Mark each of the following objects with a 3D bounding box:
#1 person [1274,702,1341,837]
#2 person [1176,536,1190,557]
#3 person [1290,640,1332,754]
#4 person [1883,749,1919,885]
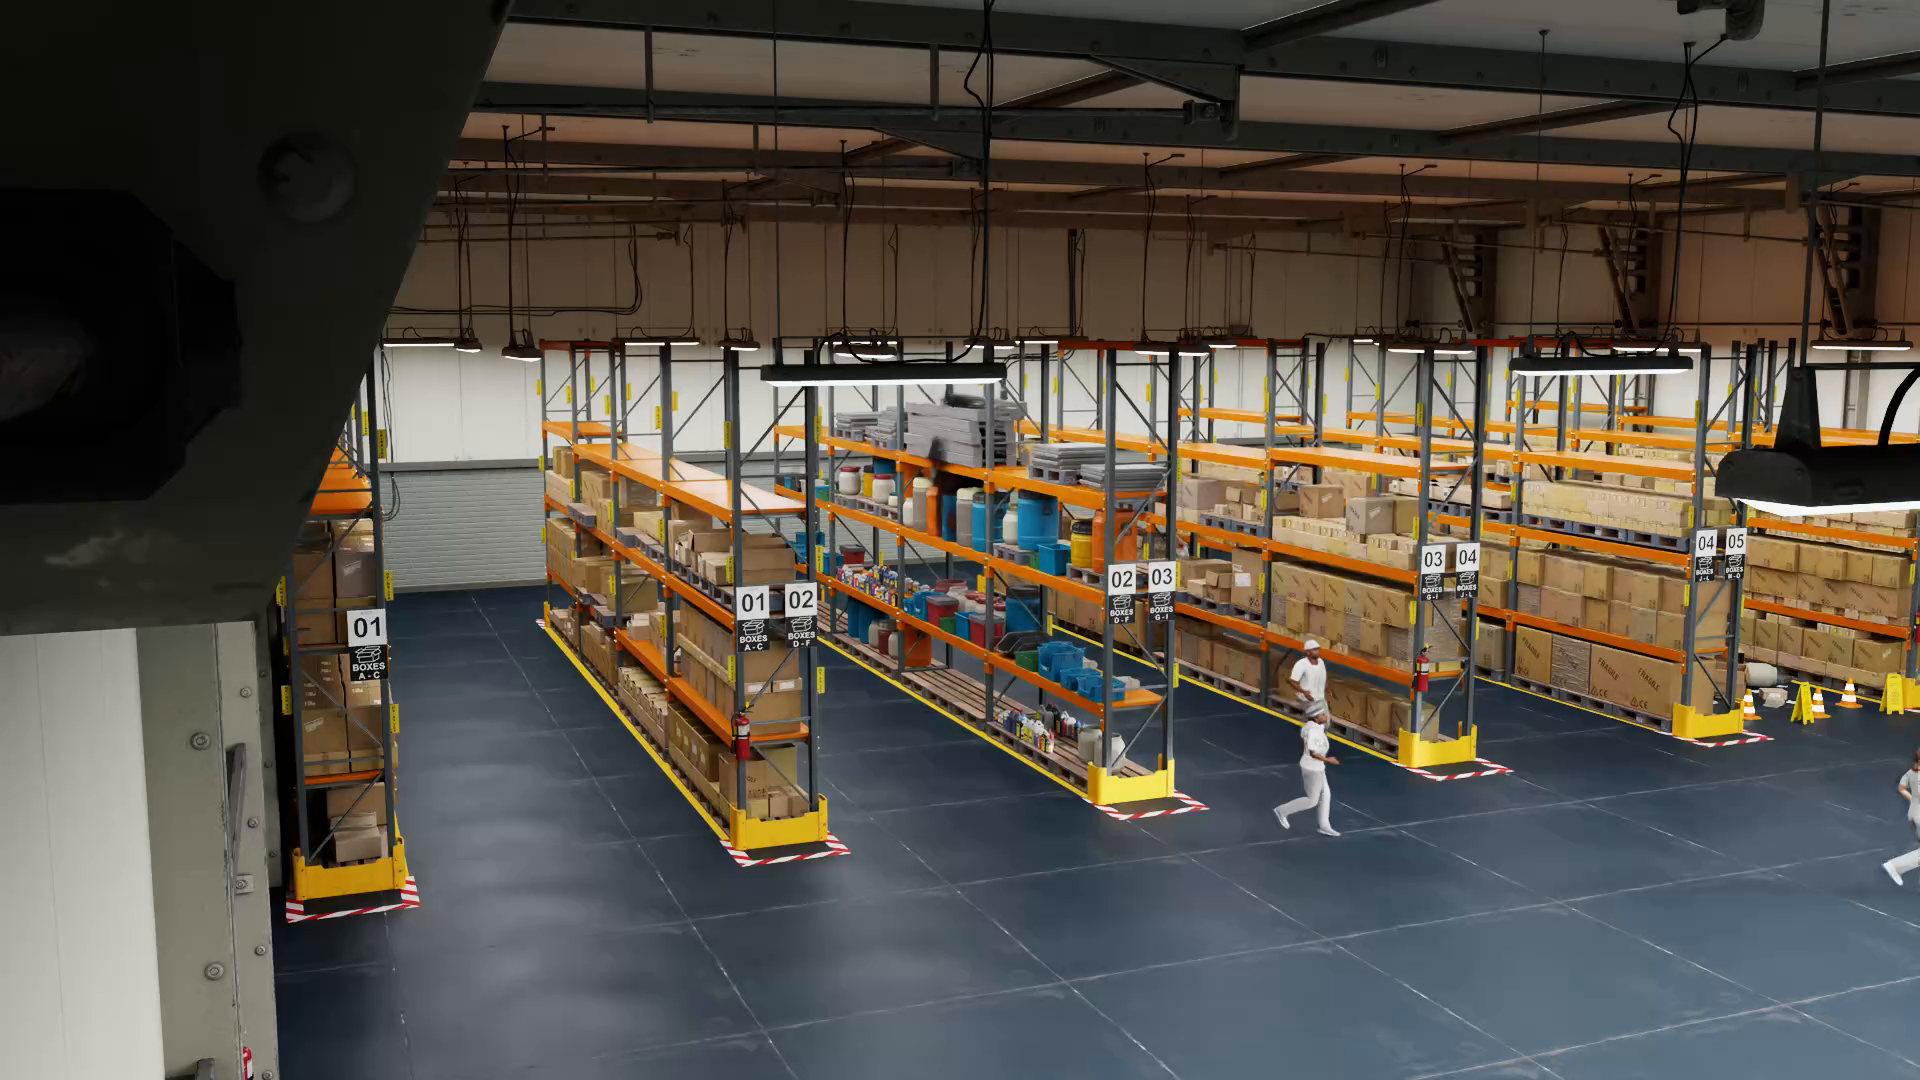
[{"bbox_3d":[4.325,2.839,20.631,0.831,1.698,0.587,1,8,9],"label":"person"},{"bbox_3d":[4.965,0.691,37.574,0.557,1.573,0.614,-2,8,-15],"label":"person"},{"bbox_3d":[5.157,2.309,24.404,0.679,1.721,0.576,-4,9,-31],"label":"person"},{"bbox_3d":[10.650,3.118,18.492,0.752,1.642,0.563,0,7,-1],"label":"person"}]
